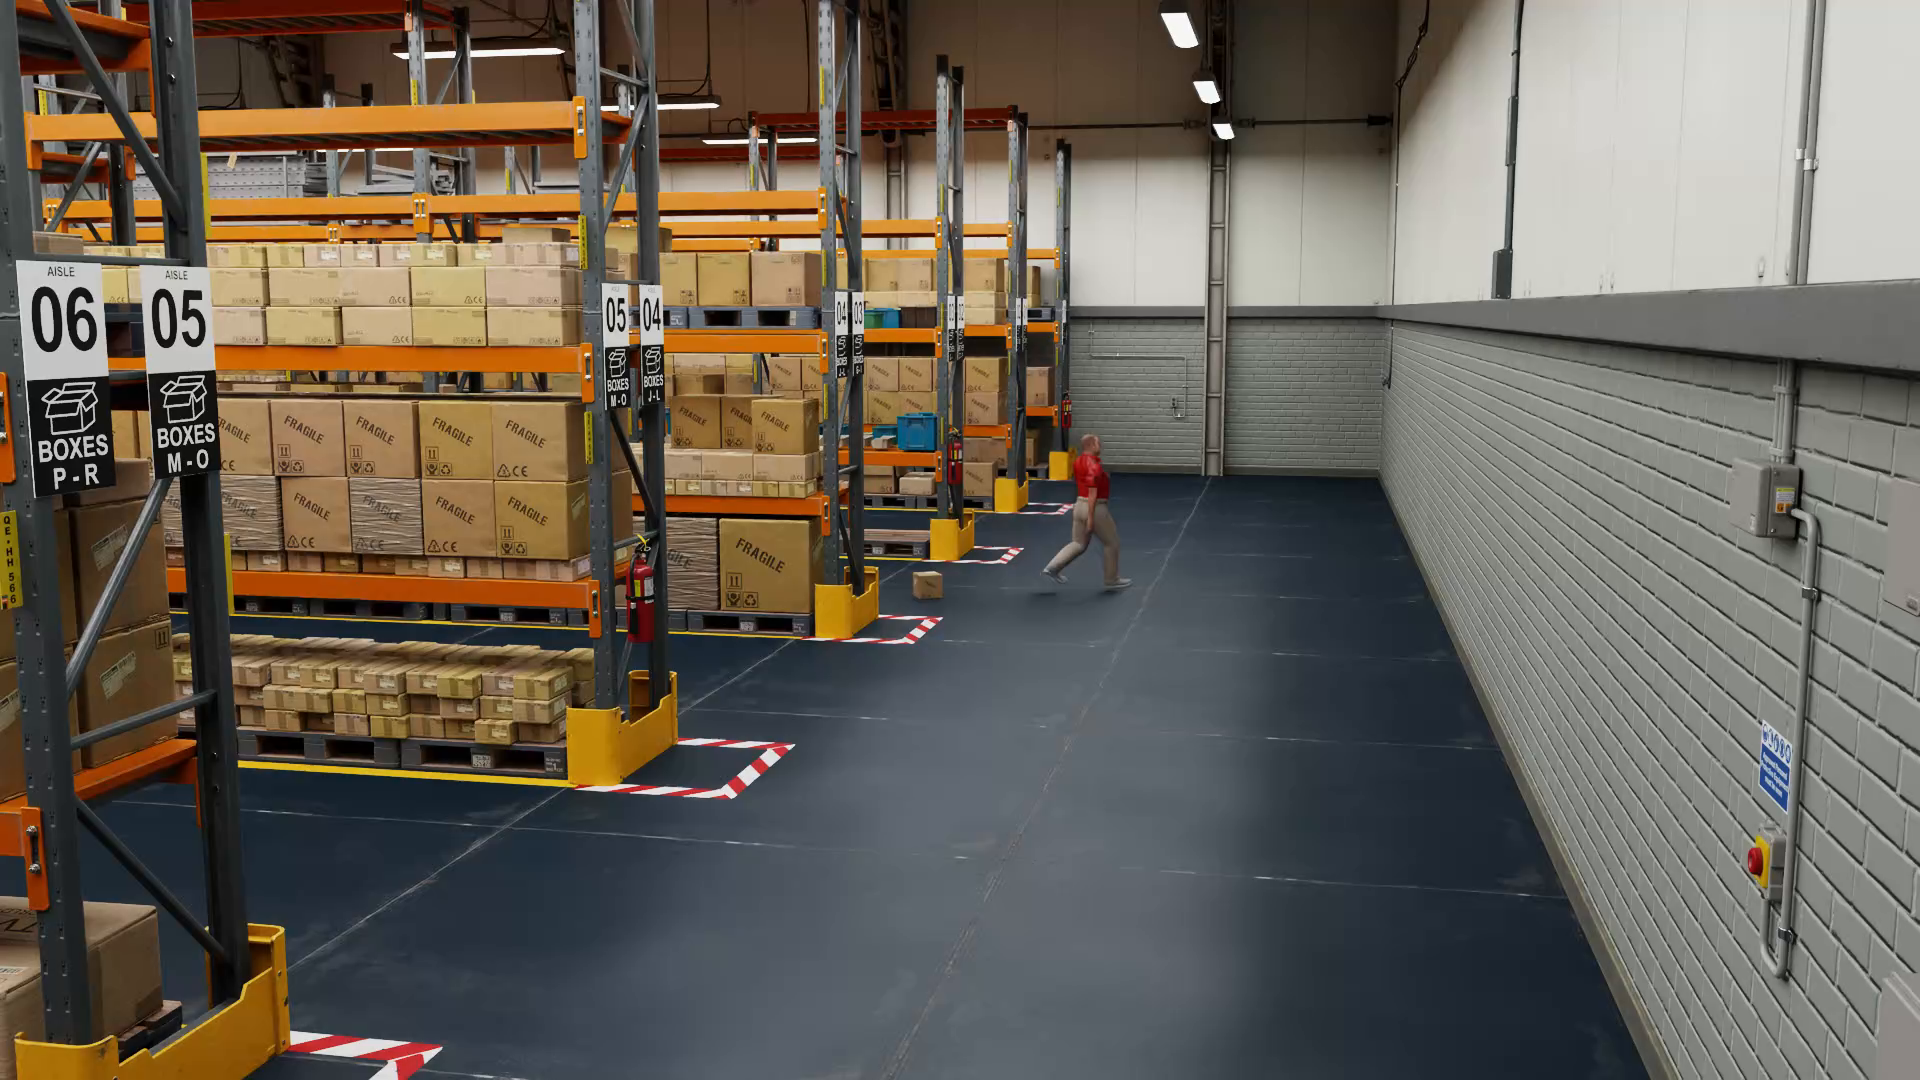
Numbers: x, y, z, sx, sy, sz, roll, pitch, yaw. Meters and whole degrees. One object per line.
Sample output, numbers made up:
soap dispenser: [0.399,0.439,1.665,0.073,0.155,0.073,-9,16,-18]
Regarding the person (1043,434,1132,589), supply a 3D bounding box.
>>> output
person: [1.392,-0.305,17.962,0.996,1.678,0.531,-4,9,-26]
